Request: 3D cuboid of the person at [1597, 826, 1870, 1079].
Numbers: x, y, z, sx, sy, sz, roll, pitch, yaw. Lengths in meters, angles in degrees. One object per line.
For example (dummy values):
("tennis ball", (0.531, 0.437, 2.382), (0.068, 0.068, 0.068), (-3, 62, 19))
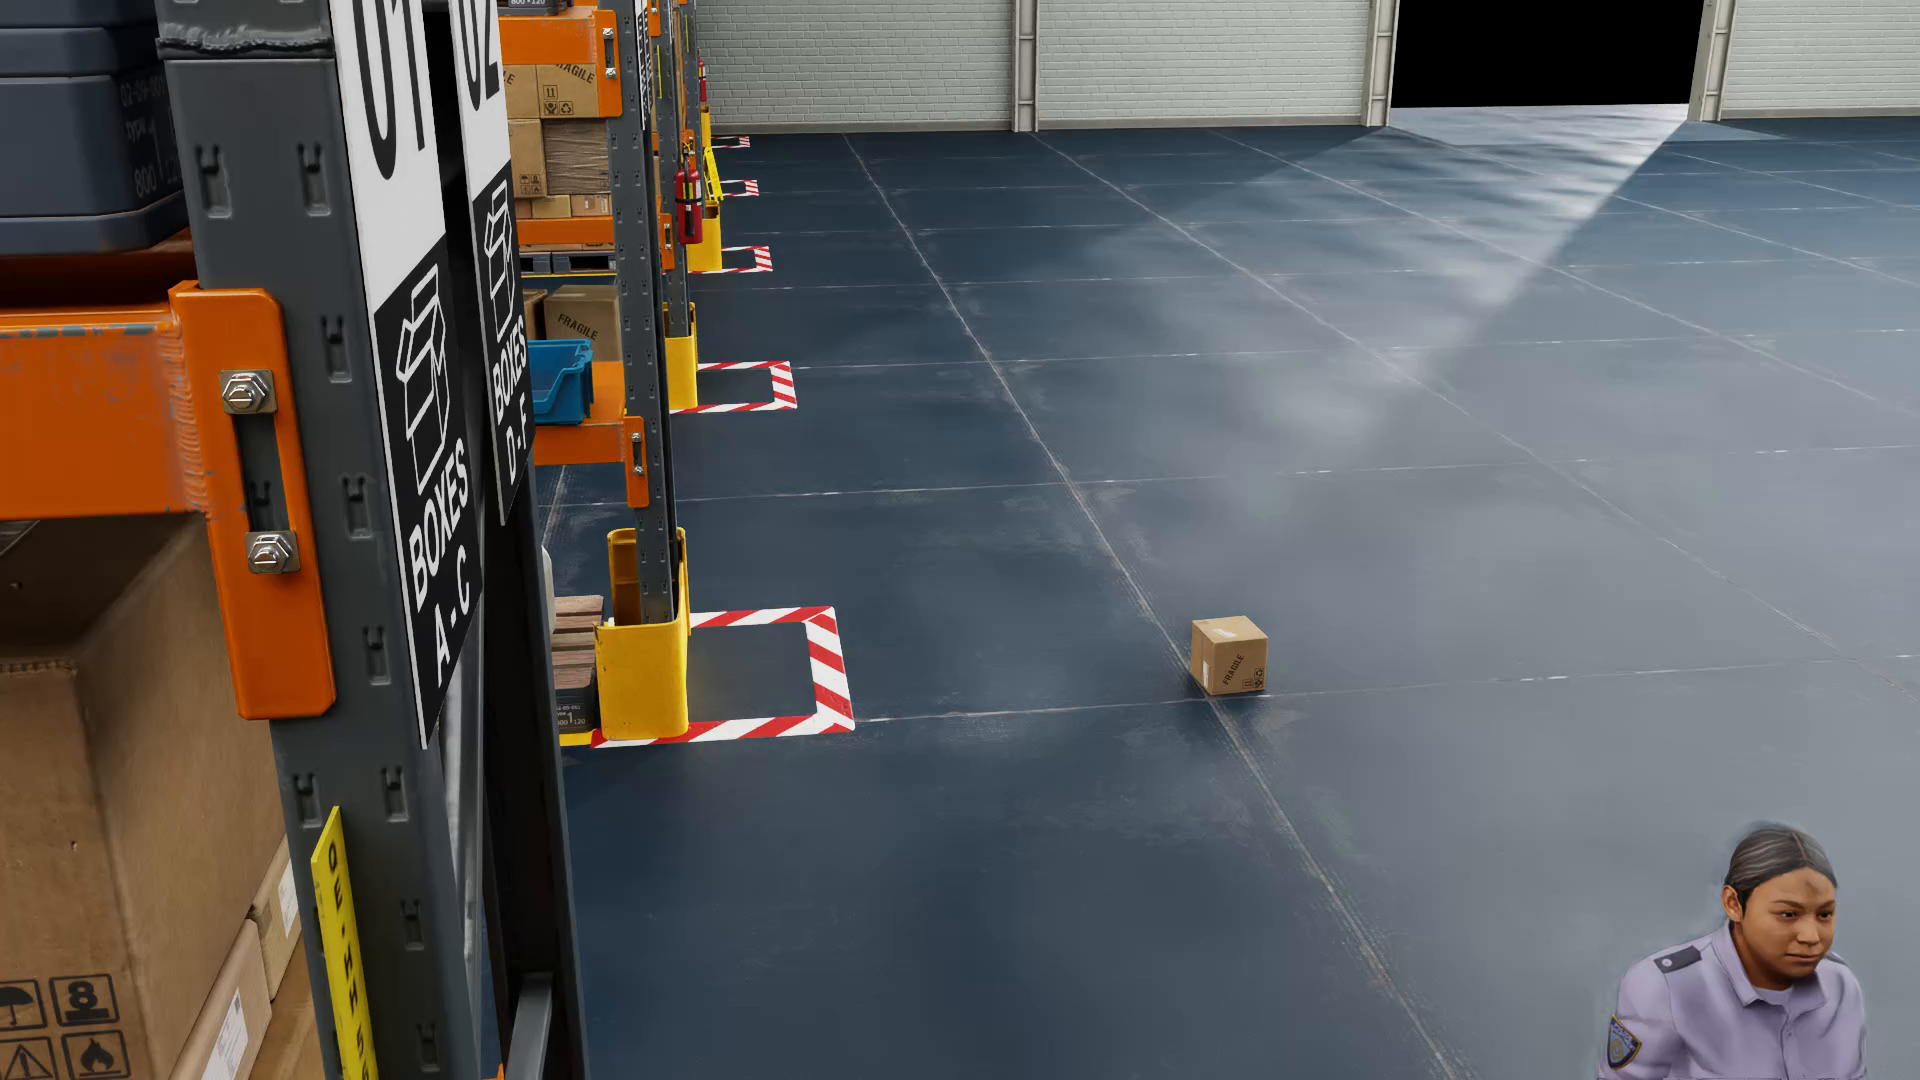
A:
("person", (1.379, 1.261, 3.103), (0.478, 1.640, 0.492), (-3, 20, -8))
